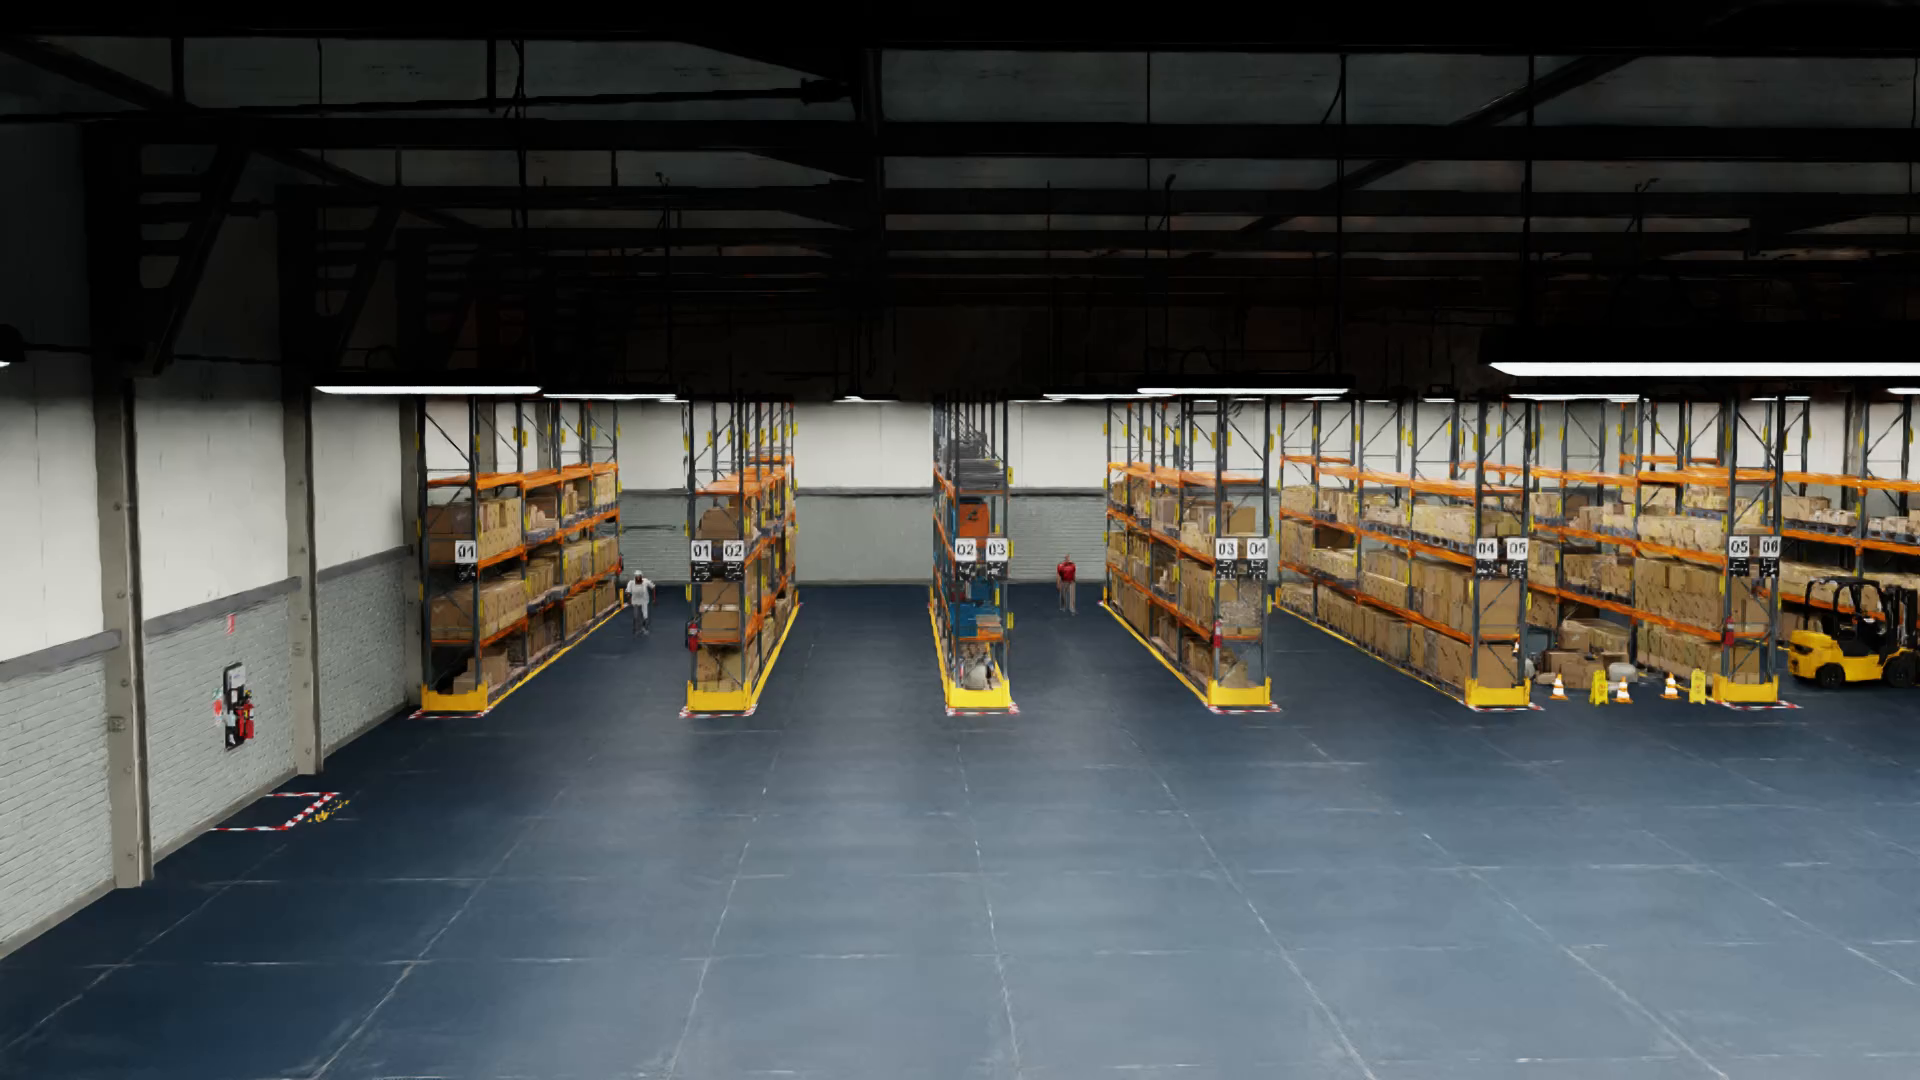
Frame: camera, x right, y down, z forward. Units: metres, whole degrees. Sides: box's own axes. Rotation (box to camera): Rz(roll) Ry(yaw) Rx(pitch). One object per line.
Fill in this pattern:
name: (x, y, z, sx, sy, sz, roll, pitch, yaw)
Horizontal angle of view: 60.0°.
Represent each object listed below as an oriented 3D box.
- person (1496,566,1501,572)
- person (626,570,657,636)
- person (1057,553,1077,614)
person: (13.435, 1.470, 41.744, 0.577, 1.665, 0.558, 2, 5, 18)
person: (-7.852, 1.555, 40.895, 0.716, 1.689, 0.802, 0, 5, 3)
person: (2.915, 1.223, 45.478, 0.542, 1.552, 1.126, 0, 5, 0)
